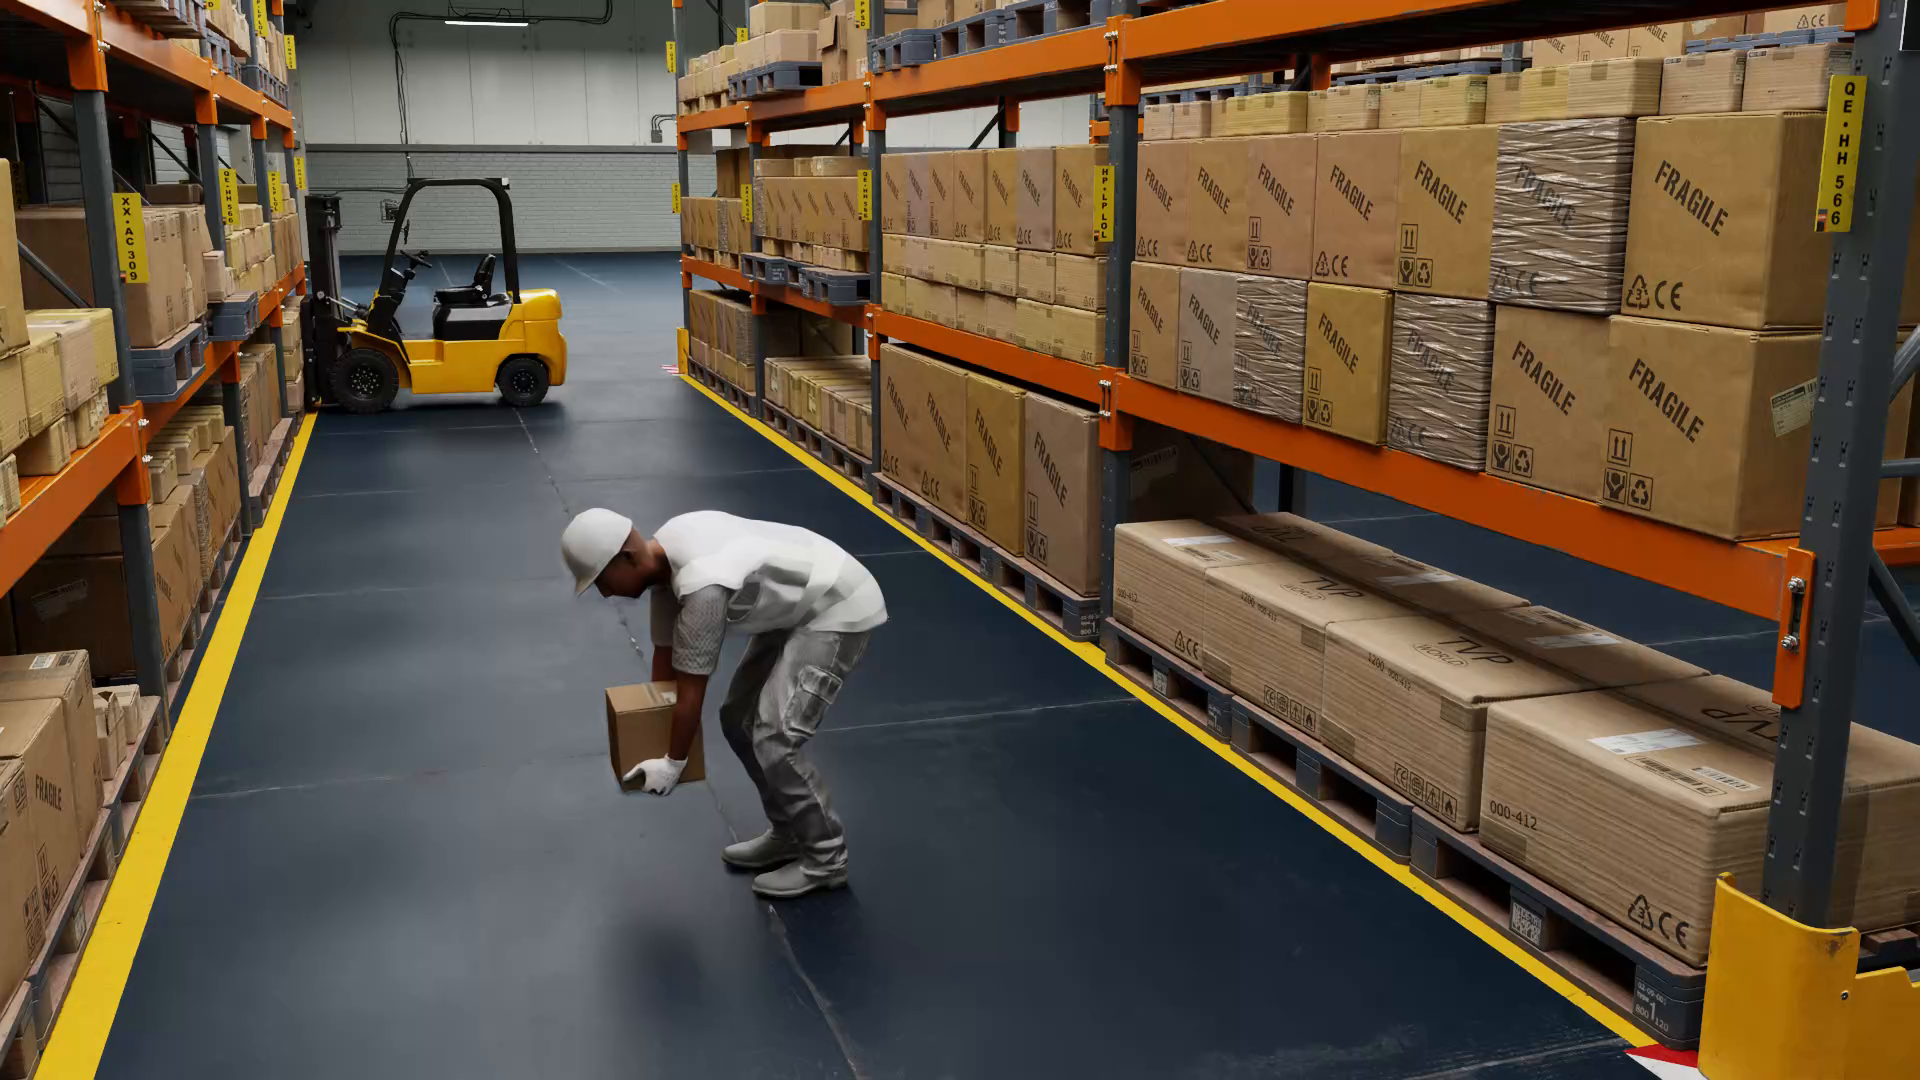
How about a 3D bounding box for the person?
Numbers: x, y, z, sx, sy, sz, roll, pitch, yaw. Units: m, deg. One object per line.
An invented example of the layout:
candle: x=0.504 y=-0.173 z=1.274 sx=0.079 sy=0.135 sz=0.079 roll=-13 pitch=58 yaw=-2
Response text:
person: x=-0.700 y=0.475 z=5.065 sx=0.958 sy=1.215 sz=0.510 roll=-5 pitch=13 yaw=-20
